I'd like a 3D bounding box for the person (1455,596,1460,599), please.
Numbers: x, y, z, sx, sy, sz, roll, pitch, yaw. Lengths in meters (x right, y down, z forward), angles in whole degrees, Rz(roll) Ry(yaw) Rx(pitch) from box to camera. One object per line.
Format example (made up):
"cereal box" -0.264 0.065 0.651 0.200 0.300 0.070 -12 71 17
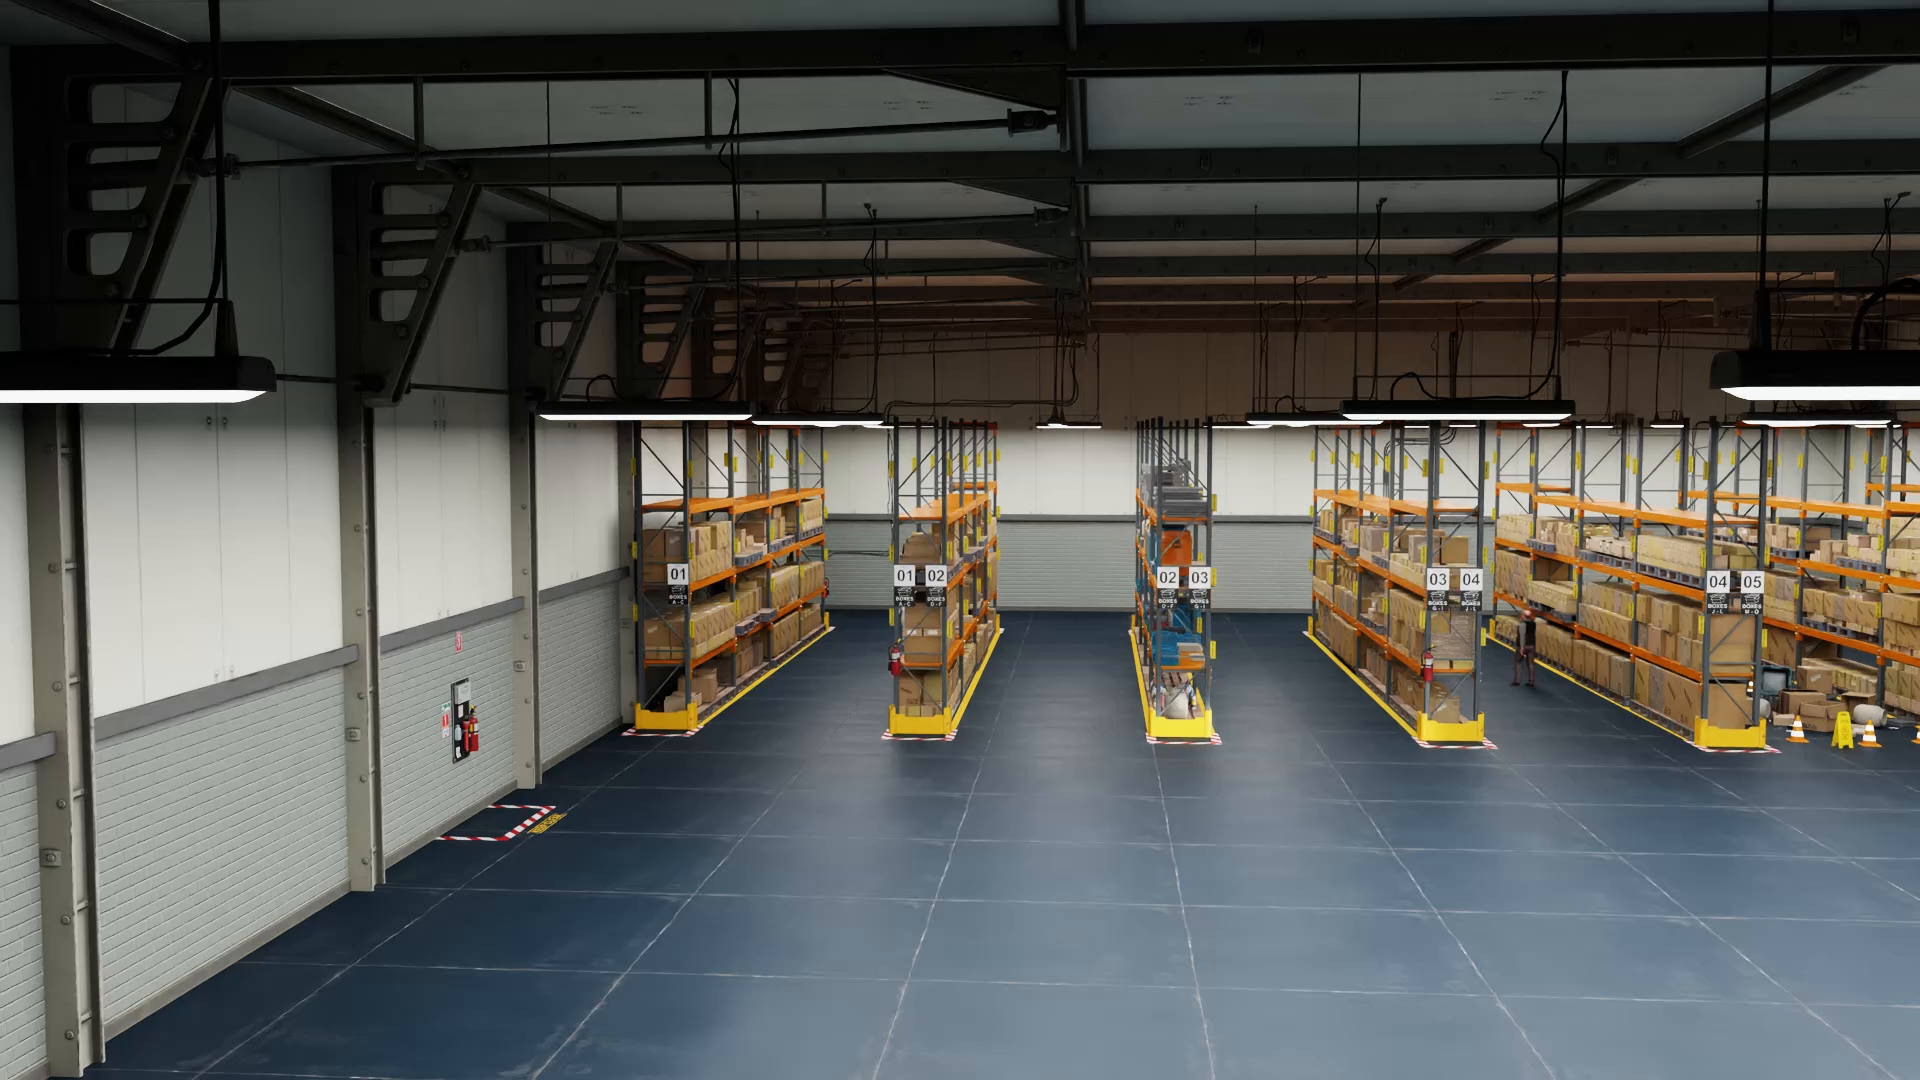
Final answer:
"person" 14.309 1.788 47.576 0.555 1.620 0.498 0 4 2

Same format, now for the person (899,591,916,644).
"person" -1.395 1.911 44.712 0.648 1.719 1.039 0 4 5

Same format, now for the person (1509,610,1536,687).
"person" 12.723 2.450 37.307 0.516 1.749 0.701 -1 4 -8

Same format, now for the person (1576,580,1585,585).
"person" 17.009 1.909 45.600 0.549 1.679 0.425 -1 4 -22
